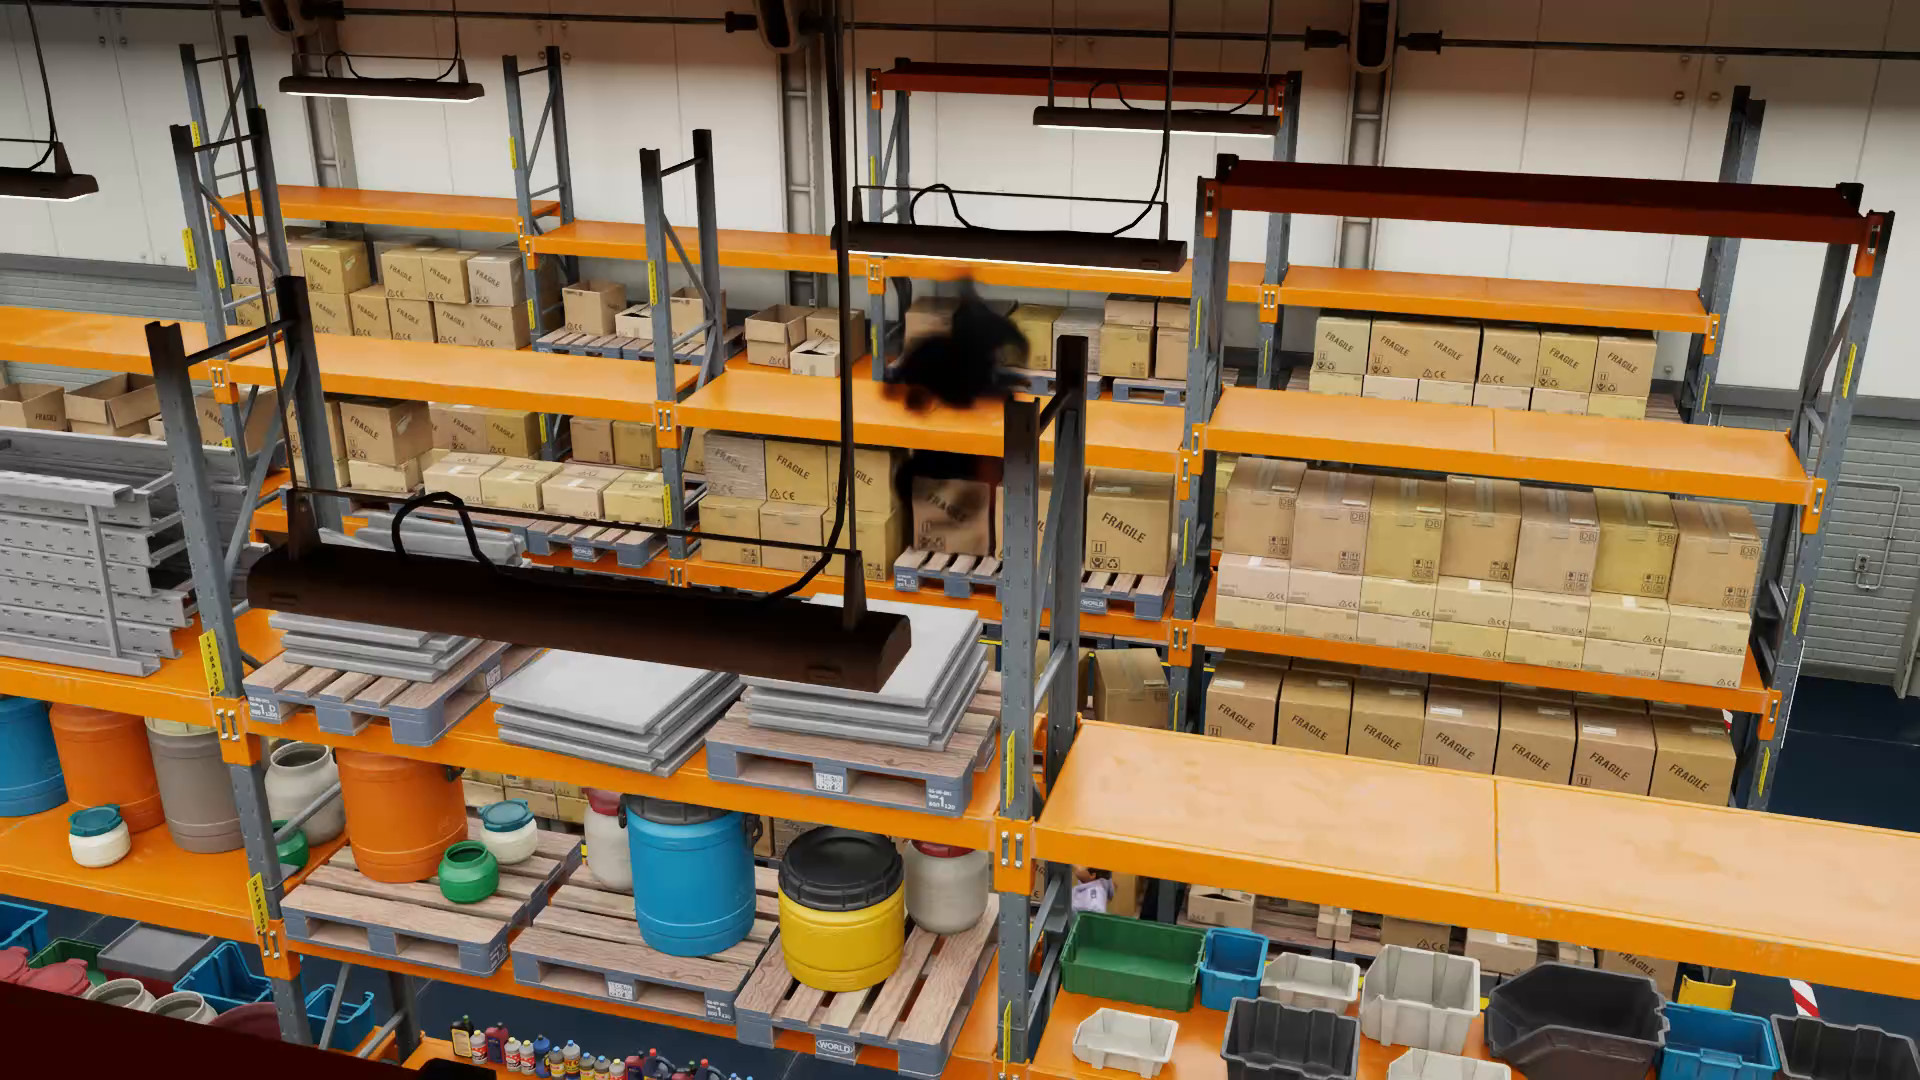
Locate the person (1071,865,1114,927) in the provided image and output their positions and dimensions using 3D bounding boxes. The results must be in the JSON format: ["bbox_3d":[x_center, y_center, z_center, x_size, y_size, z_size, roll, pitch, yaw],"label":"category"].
[{"bbox_3d":[0.864,2.788,11.240,0.600,1.624,0.611,3,23,7],"label":"person"}]
